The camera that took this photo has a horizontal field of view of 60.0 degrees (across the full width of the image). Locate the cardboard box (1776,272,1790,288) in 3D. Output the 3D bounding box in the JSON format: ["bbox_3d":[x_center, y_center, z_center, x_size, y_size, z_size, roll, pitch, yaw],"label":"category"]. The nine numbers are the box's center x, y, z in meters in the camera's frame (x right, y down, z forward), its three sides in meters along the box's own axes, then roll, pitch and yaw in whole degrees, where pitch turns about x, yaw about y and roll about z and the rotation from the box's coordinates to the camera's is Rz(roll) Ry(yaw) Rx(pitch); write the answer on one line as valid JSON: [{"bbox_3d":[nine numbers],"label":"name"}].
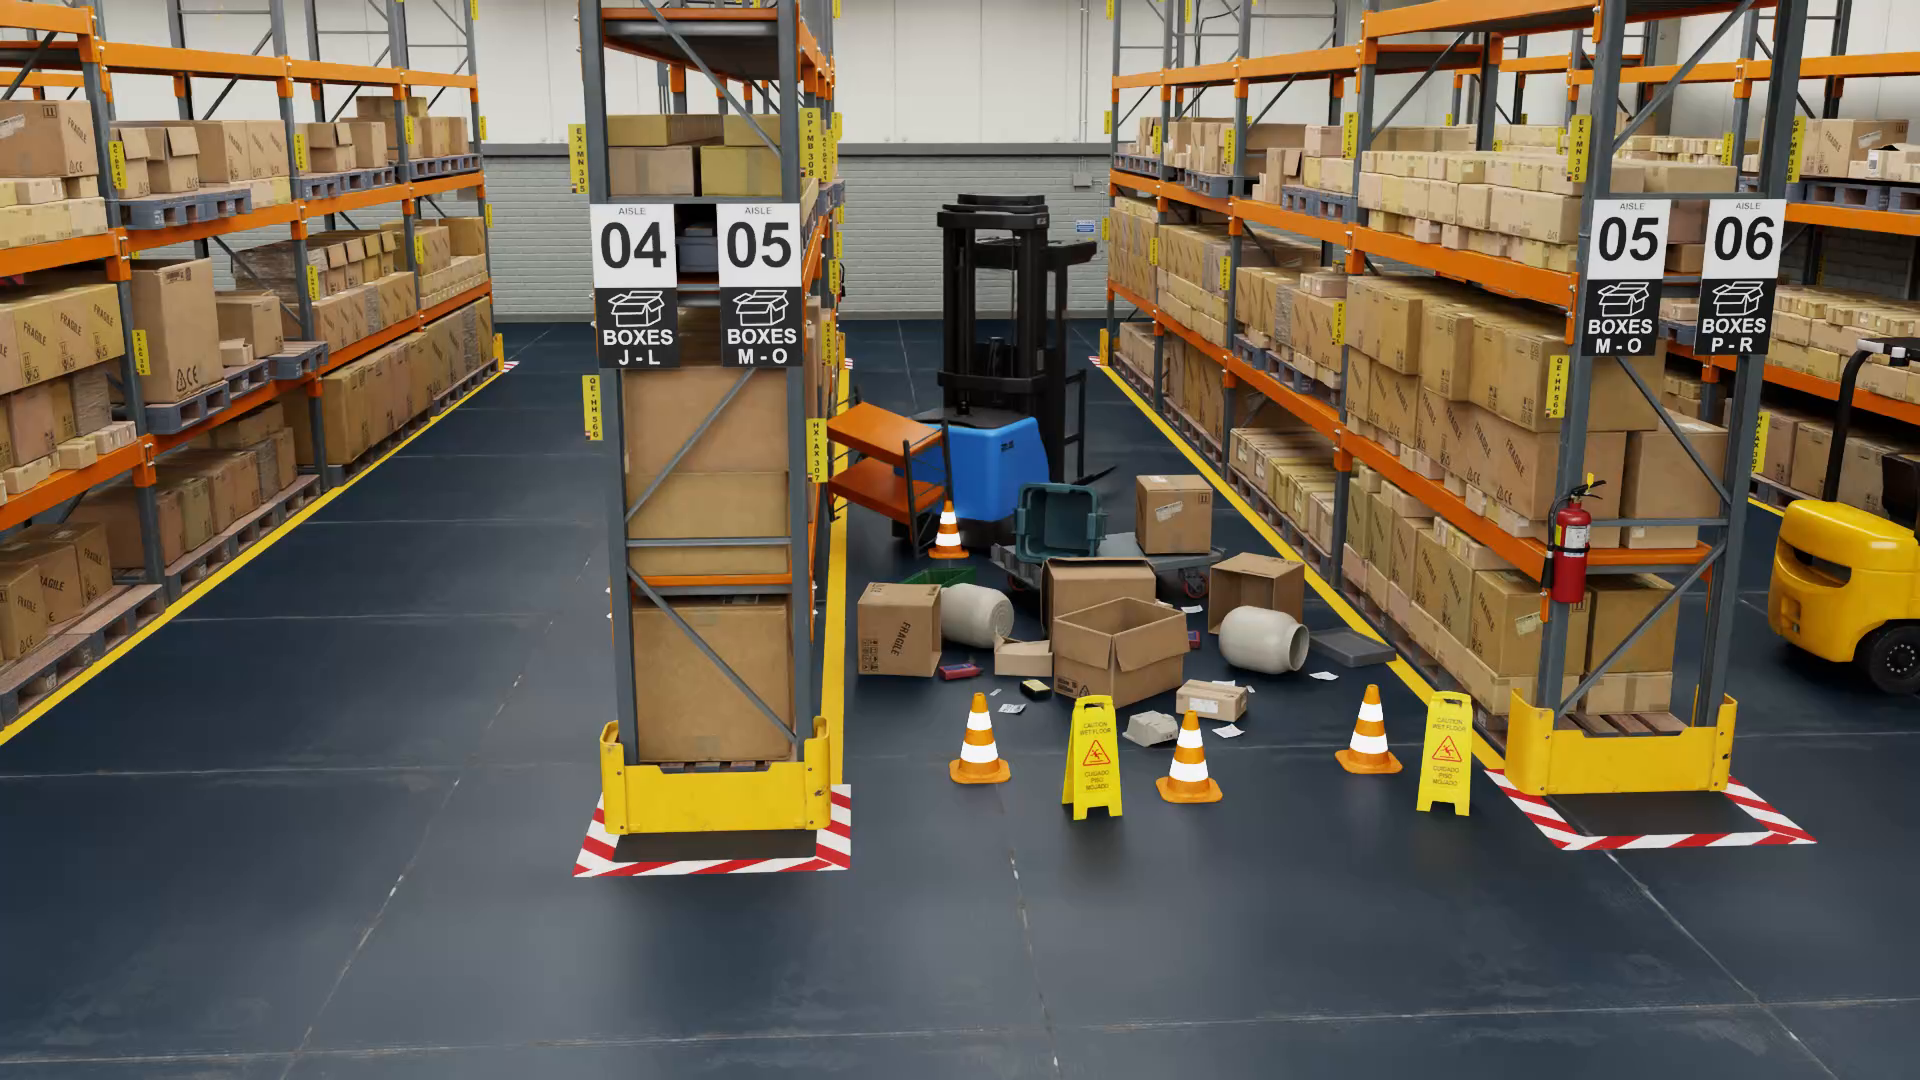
[{"bbox_3d":[8.244,-2.536,17.320,0.500,0.500,0.500,0,14,-1],"label":"cardboard box"}]

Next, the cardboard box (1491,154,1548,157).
[{"bbox_3d":[3.731,-2.465,10.969,0.380,0.149,0.250,-1,14,-5],"label":"cardboard box"}]

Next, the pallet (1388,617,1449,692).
[{"bbox_3d":[3.569,0.739,11.229,1.003,0.211,1.213,-1,14,-3],"label":"pallet"}]

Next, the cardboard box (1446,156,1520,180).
[{"bbox_3d":[3.286,-2.330,10.447,0.380,0.149,0.250,-1,14,-2],"label":"cardboard box"}]

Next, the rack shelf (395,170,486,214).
[{"bbox_3d":[-7.097,-4.520,21.498,1.077,0.370,4.000,-1,14,-3],"label":"rack shelf"}]

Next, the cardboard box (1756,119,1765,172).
[{"bbox_3d":[7.921,-3.723,15.712,0.500,0.500,0.500,-1,14,-3],"label":"cardboard box"}]

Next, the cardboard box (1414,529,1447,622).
[{"bbox_3d":[3.291,0.228,10.792,0.500,0.500,0.500,-1,14,-5],"label":"cardboard box"}]

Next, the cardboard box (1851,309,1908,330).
[{"bbox_3d":[8.016,-1.921,14.469,0.380,0.149,0.250,-1,14,-3],"label":"cardboard box"}]

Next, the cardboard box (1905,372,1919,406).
[{"bbox_3d":[8.075,-1.208,13.502,0.500,0.250,0.500,-1,14,-2],"label":"cardboard box"}]

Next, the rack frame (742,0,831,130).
[{"bbox_3d":[-2.016,-5.875,19.301,1.000,3.000,0.127,-1,14,-3],"label":"rack frame"}]

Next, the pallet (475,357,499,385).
[{"bbox_3d":[-7.093,-2.365,23.294,1.003,0.211,1.213,-1,14,-3],"label":"pallet"}]

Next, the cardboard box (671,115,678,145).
[{"bbox_3d":[-1.646,-2.095,8.490,0.380,0.149,0.250,-1,14,-3],"label":"cardboard box"}]

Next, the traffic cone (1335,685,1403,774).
[{"bbox_3d":[2.347,1.055,9.498,0.336,0.463,0.334,-1,14,-3],"label":"traffic cone"}]

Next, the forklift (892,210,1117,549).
[{"bbox_3d":[0.551,-1.612,15.085,1.129,2.843,3.031,8,16,27],"label":"forklift"}]

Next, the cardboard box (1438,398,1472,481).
[{"bbox_3d":[3.473,-0.777,11.028,0.949,0.649,1.999,-1,14,-4],"label":"cardboard box"}]

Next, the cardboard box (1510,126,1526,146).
[{"bbox_3d":[7.537,-5.289,21.744,0.500,0.250,0.500,-1,14,-2],"label":"cardboard box"}]

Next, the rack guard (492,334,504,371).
[{"bbox_3d":[-7.222,-2.708,24.050,1.175,0.500,0.348,-1,14,-3],"label":"rack guard"}]

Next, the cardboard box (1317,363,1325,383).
[{"bbox_3d":[3.107,-1.353,13.426,0.380,0.149,0.250,-1,14,-5],"label":"cardboard box"}]

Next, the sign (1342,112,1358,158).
[{"bbox_3d":[2.860,-2.966,12.186,0.100,0.325,0.005,-1,14,-3],"label":"sign"}]

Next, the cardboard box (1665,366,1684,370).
[{"bbox_3d":[7.829,-1.842,18.537,0.380,0.149,0.250,-1,14,-4],"label":"cardboard box"}]

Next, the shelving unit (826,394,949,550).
[{"bbox_3d":[-0.619,-0.580,14.036,1.030,0.981,0.538,23,41,37],"label":"shelving unit"}]

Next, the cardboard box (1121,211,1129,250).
[{"bbox_3d":[2.494,-4.219,22.695,0.500,0.500,0.500,-1,14,-4],"label":"cardboard box"}]

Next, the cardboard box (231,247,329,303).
[{"bbox_3d":[-6.754,-2.640,16.553,0.797,0.503,0.637,0,14,-2],"label":"cardboard box"}]

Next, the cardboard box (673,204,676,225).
[{"bbox_3d":[-1.632,-1.646,8.343,0.380,0.149,0.250,-1,14,-4],"label":"cardboard box"}]

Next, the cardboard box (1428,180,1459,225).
[{"bbox_3d":[3.260,-2.114,10.406,0.500,0.250,0.500,-1,14,-3],"label":"cardboard box"}]

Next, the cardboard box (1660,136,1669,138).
[{"bbox_3d":[8.036,-4.481,18.765,0.380,0.149,0.250,-1,14,-3],"label":"cardboard box"}]

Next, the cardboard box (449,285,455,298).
[{"bbox_3d":[-6.740,-3.198,21.439,0.380,0.149,0.250,-1,14,-3],"label":"cardboard box"}]

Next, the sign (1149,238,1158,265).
[{"bbox_3d":[2.364,-3.520,20.291,0.100,0.325,0.005,-1,14,-3],"label":"sign"}]

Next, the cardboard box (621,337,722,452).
[{"bbox_3d":[-1.383,-0.809,9.183,0.875,0.550,0.550,-1,14,-3],"label":"cardboard box"}]

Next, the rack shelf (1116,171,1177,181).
[{"bbox_3d":[2.794,-4.768,22.068,0.919,0.124,3.809,-1,14,-3],"label":"rack shelf"}]

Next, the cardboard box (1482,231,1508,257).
[{"bbox_3d":[3.318,-1.756,9.814,0.380,0.149,0.250,-1,14,-4],"label":"cardboard box"}]

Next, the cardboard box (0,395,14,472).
[{"bbox_3d":[-6.394,-0.636,10.179,0.875,0.500,0.500,-1,14,-3],"label":"cardboard box"}]

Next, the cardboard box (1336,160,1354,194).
[{"bbox_3d":[3.233,-2.808,12.859,0.500,0.250,0.500,-1,14,-5],"label":"cardboard box"}]

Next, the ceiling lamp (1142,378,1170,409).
[{"bbox_3d":[2.949,-1.911,21.530,1.003,0.211,1.213,-1,14,-3],"label":"ceiling lamp"}]

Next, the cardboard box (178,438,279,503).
[{"bbox_3d":[-6.617,-0.622,15.057,0.700,0.500,0.500,-2,15,-8],"label":"cardboard box"}]

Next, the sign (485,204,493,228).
[{"bbox_3d":[-6.678,-4.593,23.560,0.100,0.325,0.005,-1,14,-3],"label":"sign"}]

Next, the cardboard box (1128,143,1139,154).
[{"bbox_3d":[2.508,-5.375,22.837,0.380,0.149,0.250,0,14,-1],"label":"cardboard box"}]

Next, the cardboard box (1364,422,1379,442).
[{"bbox_3d":[3.180,-0.815,12.177,0.380,0.149,0.250,0,14,-2],"label":"cardboard box"}]

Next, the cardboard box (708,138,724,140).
[{"bbox_3d":[-1.705,-2.379,10.394,0.500,0.250,0.500,-1,14,-4],"label":"cardboard box"}]

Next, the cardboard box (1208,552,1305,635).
[{"bbox_3d":[2.122,0.415,11.904,0.500,0.500,0.500,10,18,35],"label":"cardboard box"}]

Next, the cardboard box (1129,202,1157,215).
[{"bbox_3d":[2.470,-4.434,22.231,0.380,0.149,0.250,-1,14,-5],"label":"cardboard box"}]

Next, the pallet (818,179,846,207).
[{"bbox_3d":[-1.676,-3.177,15.213,1.213,0.211,1.003,0,14,-1],"label":"pallet"}]

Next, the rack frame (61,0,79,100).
[{"bbox_3d":[-12.161,-6.742,22.671,0.949,2.616,0.053,-1,14,-3],"label":"rack frame"}]

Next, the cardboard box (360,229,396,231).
[{"bbox_3d":[-7.295,-3.588,20.650,0.500,0.500,0.500,-1,14,-3],"label":"cardboard box"}]

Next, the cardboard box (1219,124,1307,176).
[{"bbox_3d":[2.992,-3.874,16.493,0.797,0.503,0.637,-2,15,-7],"label":"cardboard box"}]

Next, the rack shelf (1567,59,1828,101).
[{"bbox_3d":[7.996,-5.015,18.203,1.077,0.370,4.000,-1,14,-3],"label":"rack shelf"}]

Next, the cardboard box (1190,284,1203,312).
[{"bbox_3d":[2.795,-2.617,17.975,0.500,0.250,0.500,-1,14,-5],"label":"cardboard box"}]

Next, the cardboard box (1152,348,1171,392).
[{"bbox_3d":[2.986,-2.192,21.324,0.875,0.438,0.875,-1,14,-4],"label":"cardboard box"}]

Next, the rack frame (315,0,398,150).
[{"bbox_3d":[-6.970,-5.824,19.101,0.949,2.616,0.053,-1,14,-3],"label":"rack frame"}]

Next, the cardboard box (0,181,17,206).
[{"bbox_3d":[-6.156,-2.163,10.394,0.380,0.149,0.250,0,14,-1],"label":"cardboard box"}]
